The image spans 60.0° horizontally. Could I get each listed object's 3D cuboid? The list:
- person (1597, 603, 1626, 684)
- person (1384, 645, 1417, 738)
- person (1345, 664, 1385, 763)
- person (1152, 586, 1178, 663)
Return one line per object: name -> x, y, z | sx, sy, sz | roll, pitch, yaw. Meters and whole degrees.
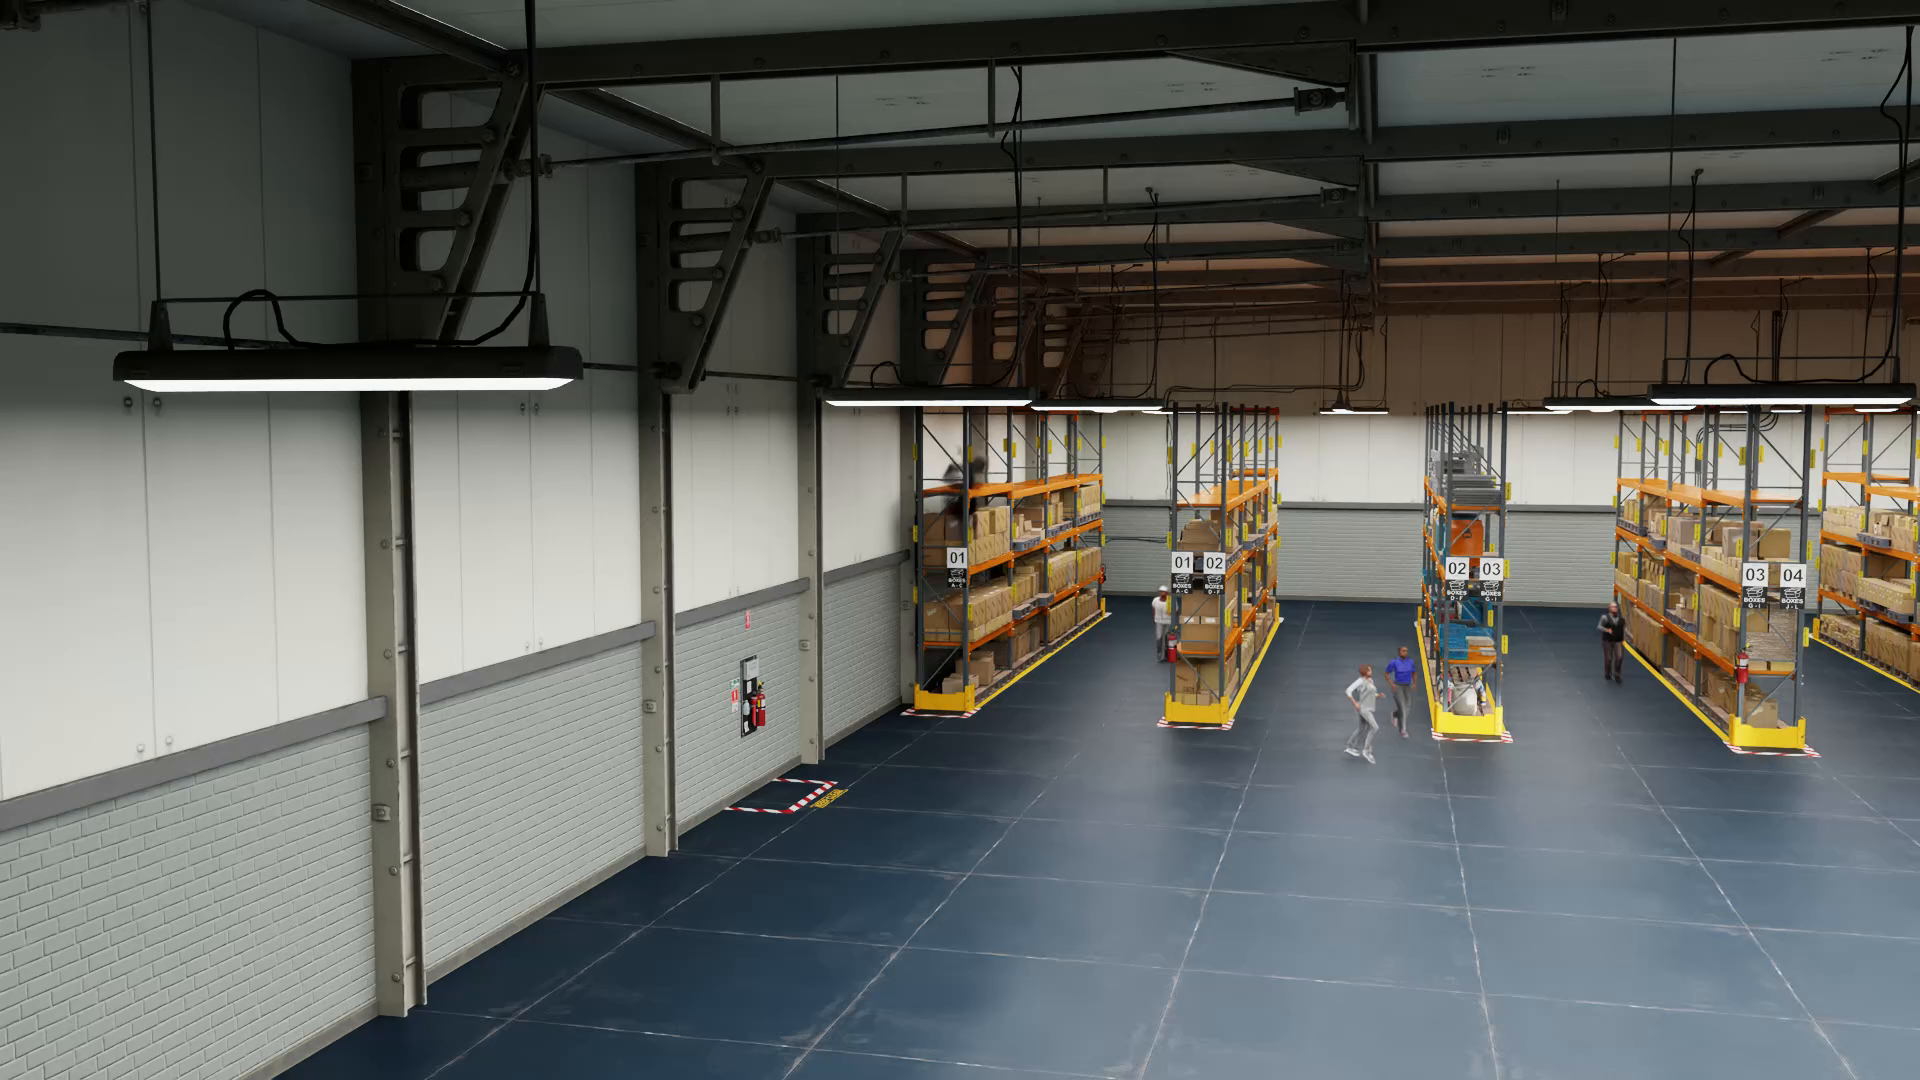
person -> 14.082, 2.230, 35.891 | 0.641, 1.762, 0.744 | 1, 4, 9
person -> 7.961, 2.702, 30.053 | 0.605, 1.632, 0.721 | -1, 4, -14
person -> 6.749, 2.876, 27.714 | 0.703, 1.639, 0.503 | 3, 5, 34
person -> 4.789, 1.983, 38.973 | 0.660, 1.829, 0.755 | 1, 4, 15
